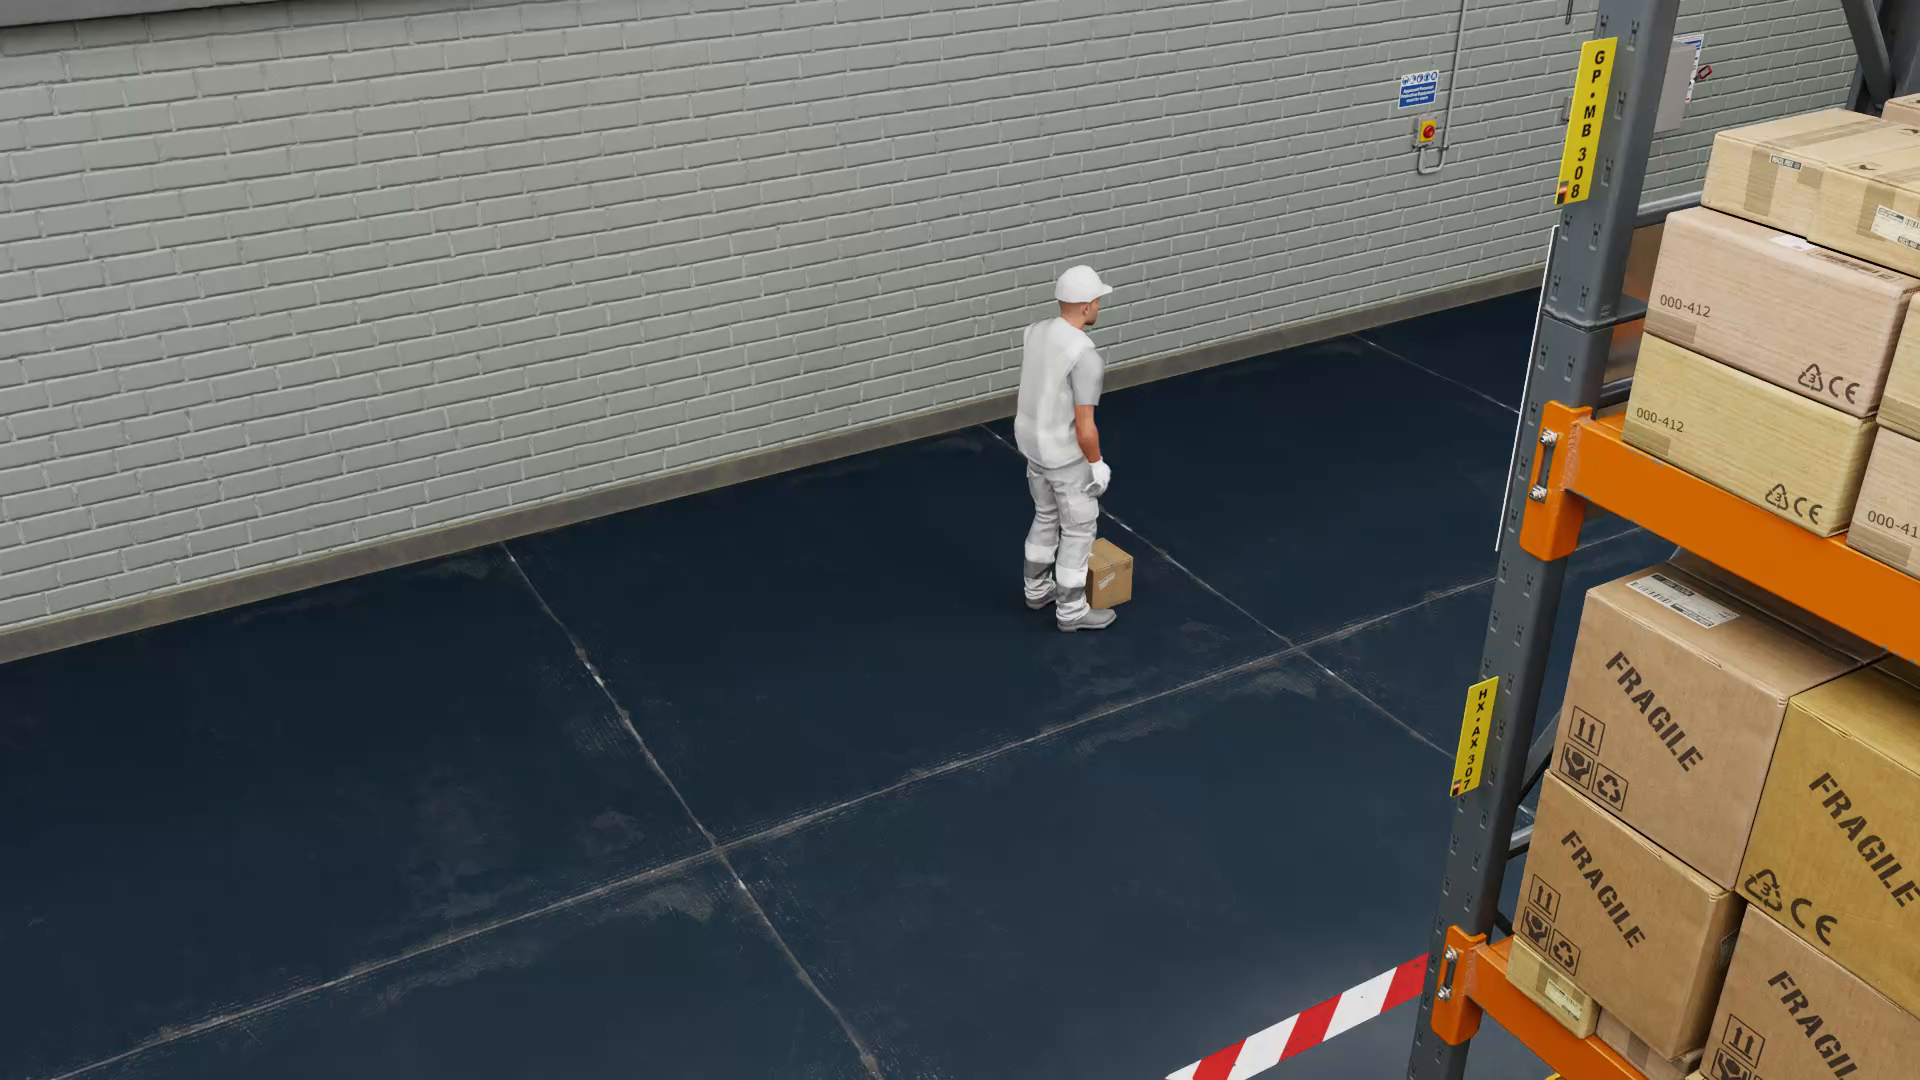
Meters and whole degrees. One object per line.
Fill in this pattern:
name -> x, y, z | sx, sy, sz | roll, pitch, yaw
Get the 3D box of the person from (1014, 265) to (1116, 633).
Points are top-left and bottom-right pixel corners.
person -> 0.502, -0.428, 7.891 | 0.451, 1.779, 0.608 | -16, 32, -26
